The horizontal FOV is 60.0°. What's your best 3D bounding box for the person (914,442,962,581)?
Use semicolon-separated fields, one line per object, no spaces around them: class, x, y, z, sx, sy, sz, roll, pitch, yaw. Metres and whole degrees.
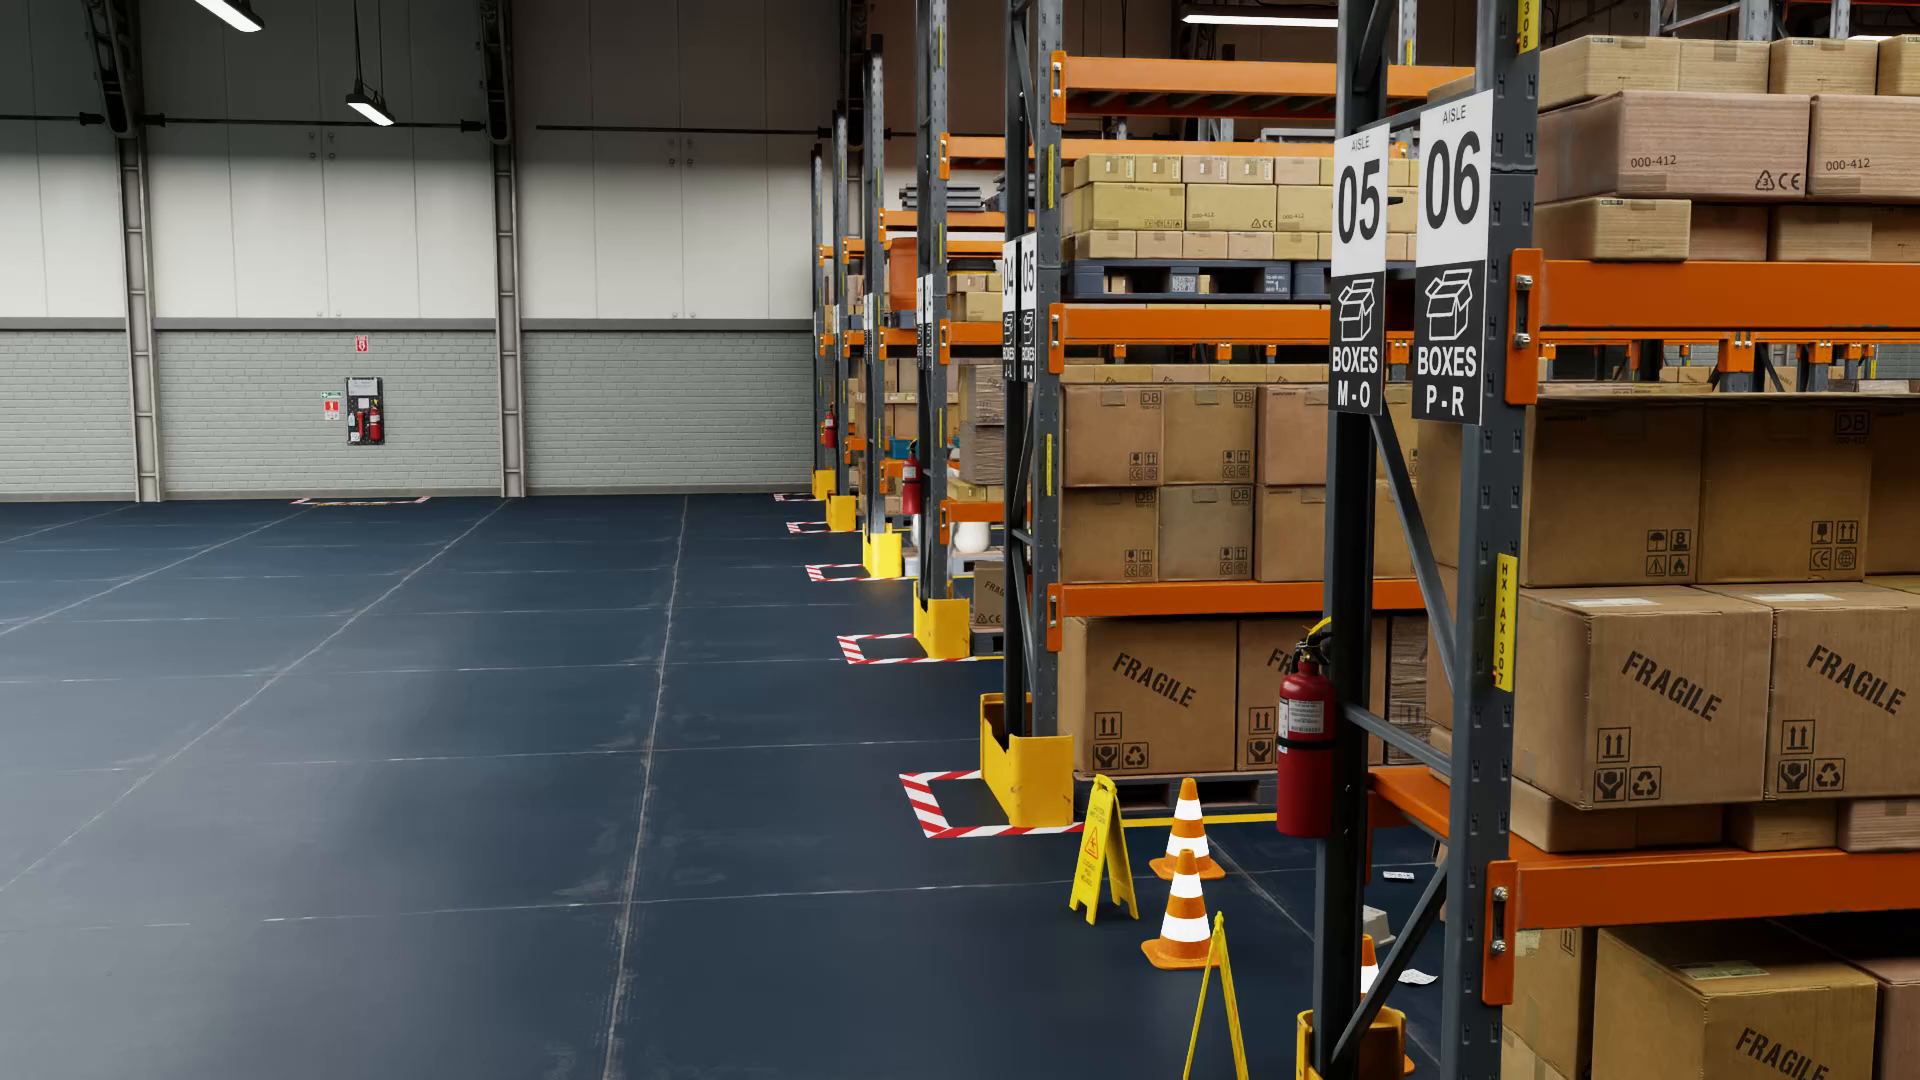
person;-0.263;-0.155;16.653;0.513;1.692;0.570;-3;7;-22
